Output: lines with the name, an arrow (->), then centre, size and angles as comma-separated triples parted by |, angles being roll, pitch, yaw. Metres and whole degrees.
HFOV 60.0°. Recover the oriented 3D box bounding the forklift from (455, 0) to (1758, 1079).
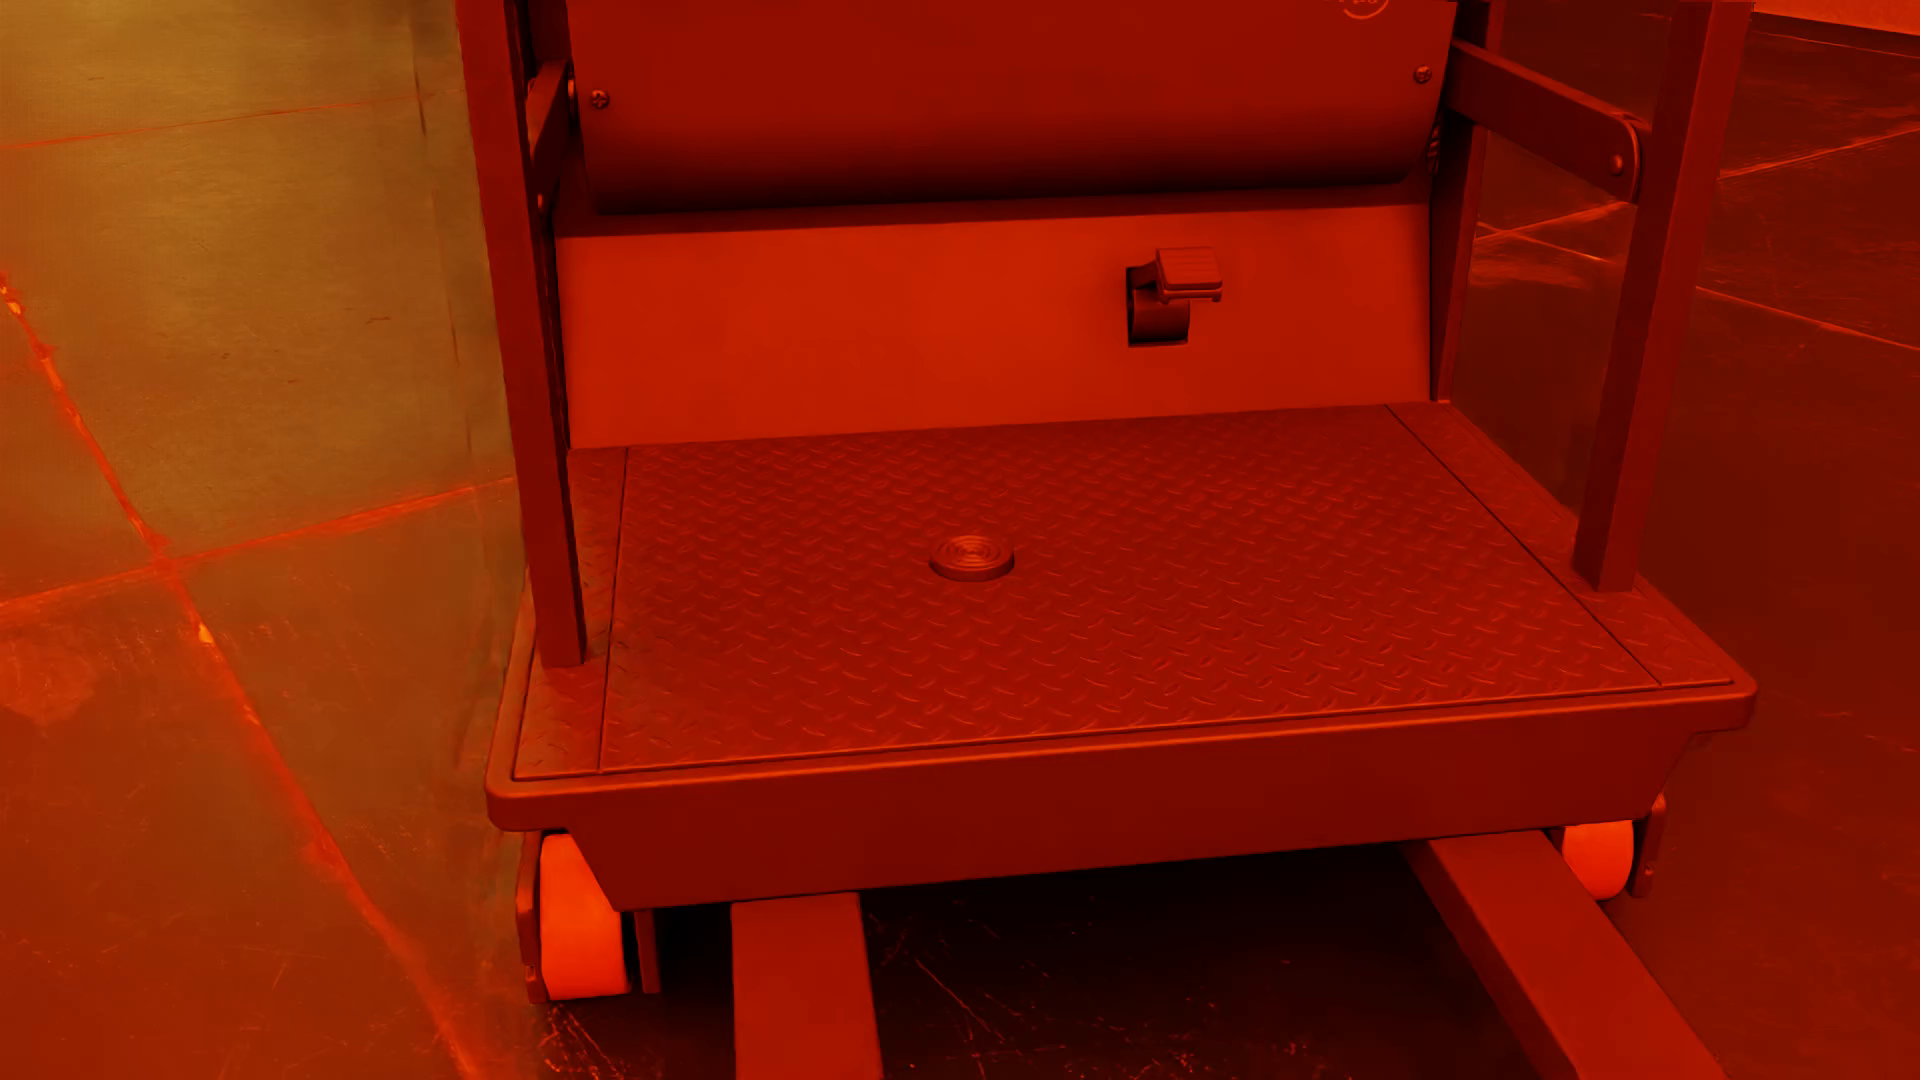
forklift -> 0.095, -1.035, 1.295 | 1.130, 2.935, 3.031 | -4, 27, -7
